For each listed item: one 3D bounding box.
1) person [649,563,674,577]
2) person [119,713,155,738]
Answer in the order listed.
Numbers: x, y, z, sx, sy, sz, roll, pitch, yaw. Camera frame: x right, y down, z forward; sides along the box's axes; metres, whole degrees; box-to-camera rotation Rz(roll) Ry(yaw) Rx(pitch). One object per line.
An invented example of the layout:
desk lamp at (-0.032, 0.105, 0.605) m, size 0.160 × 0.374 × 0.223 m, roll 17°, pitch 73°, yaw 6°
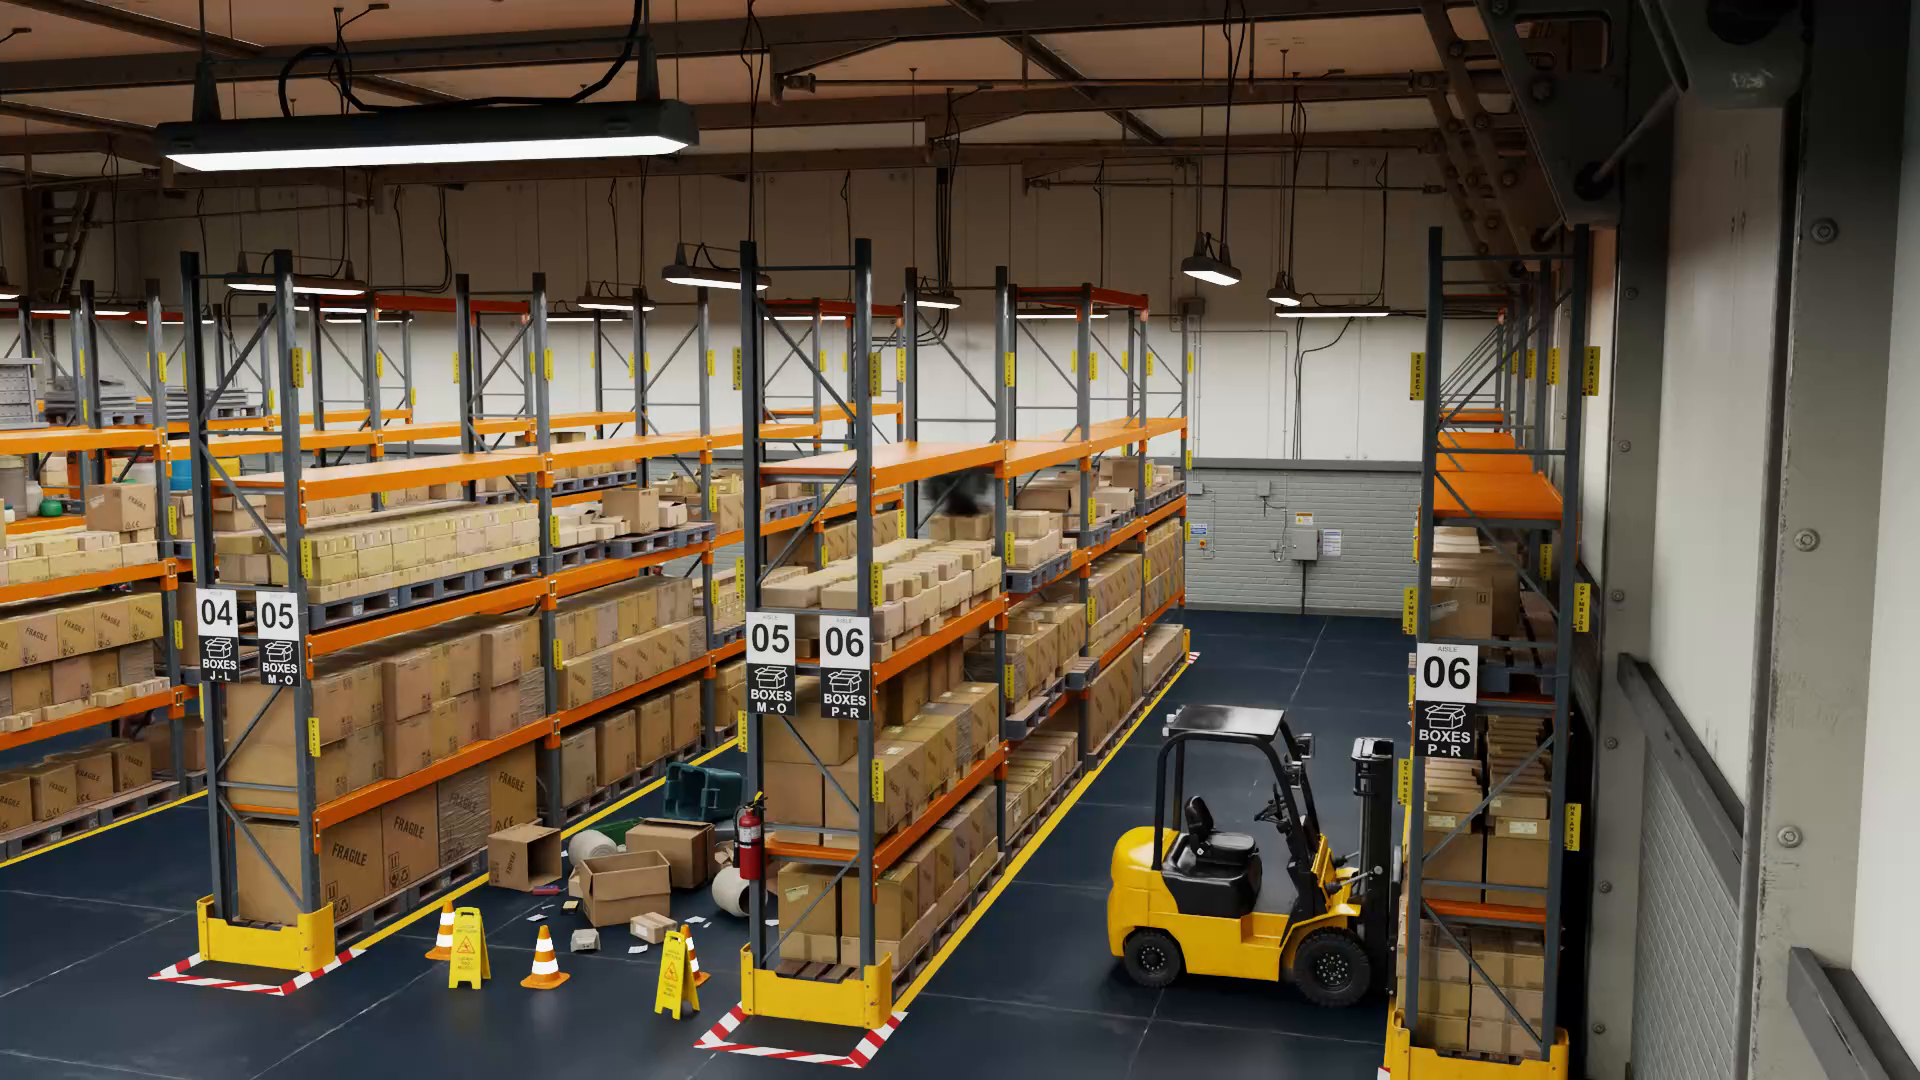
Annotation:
person at (-4.993, 1.201, 27.437) m, size 0.682 × 1.808 × 0.808 m, roll 1°, pitch 7°, yaw 13°
person at (-10.739, 1.951, 21.560) m, size 0.593 × 1.640 × 0.864 m, roll 1°, pitch 7°, yaw 13°
